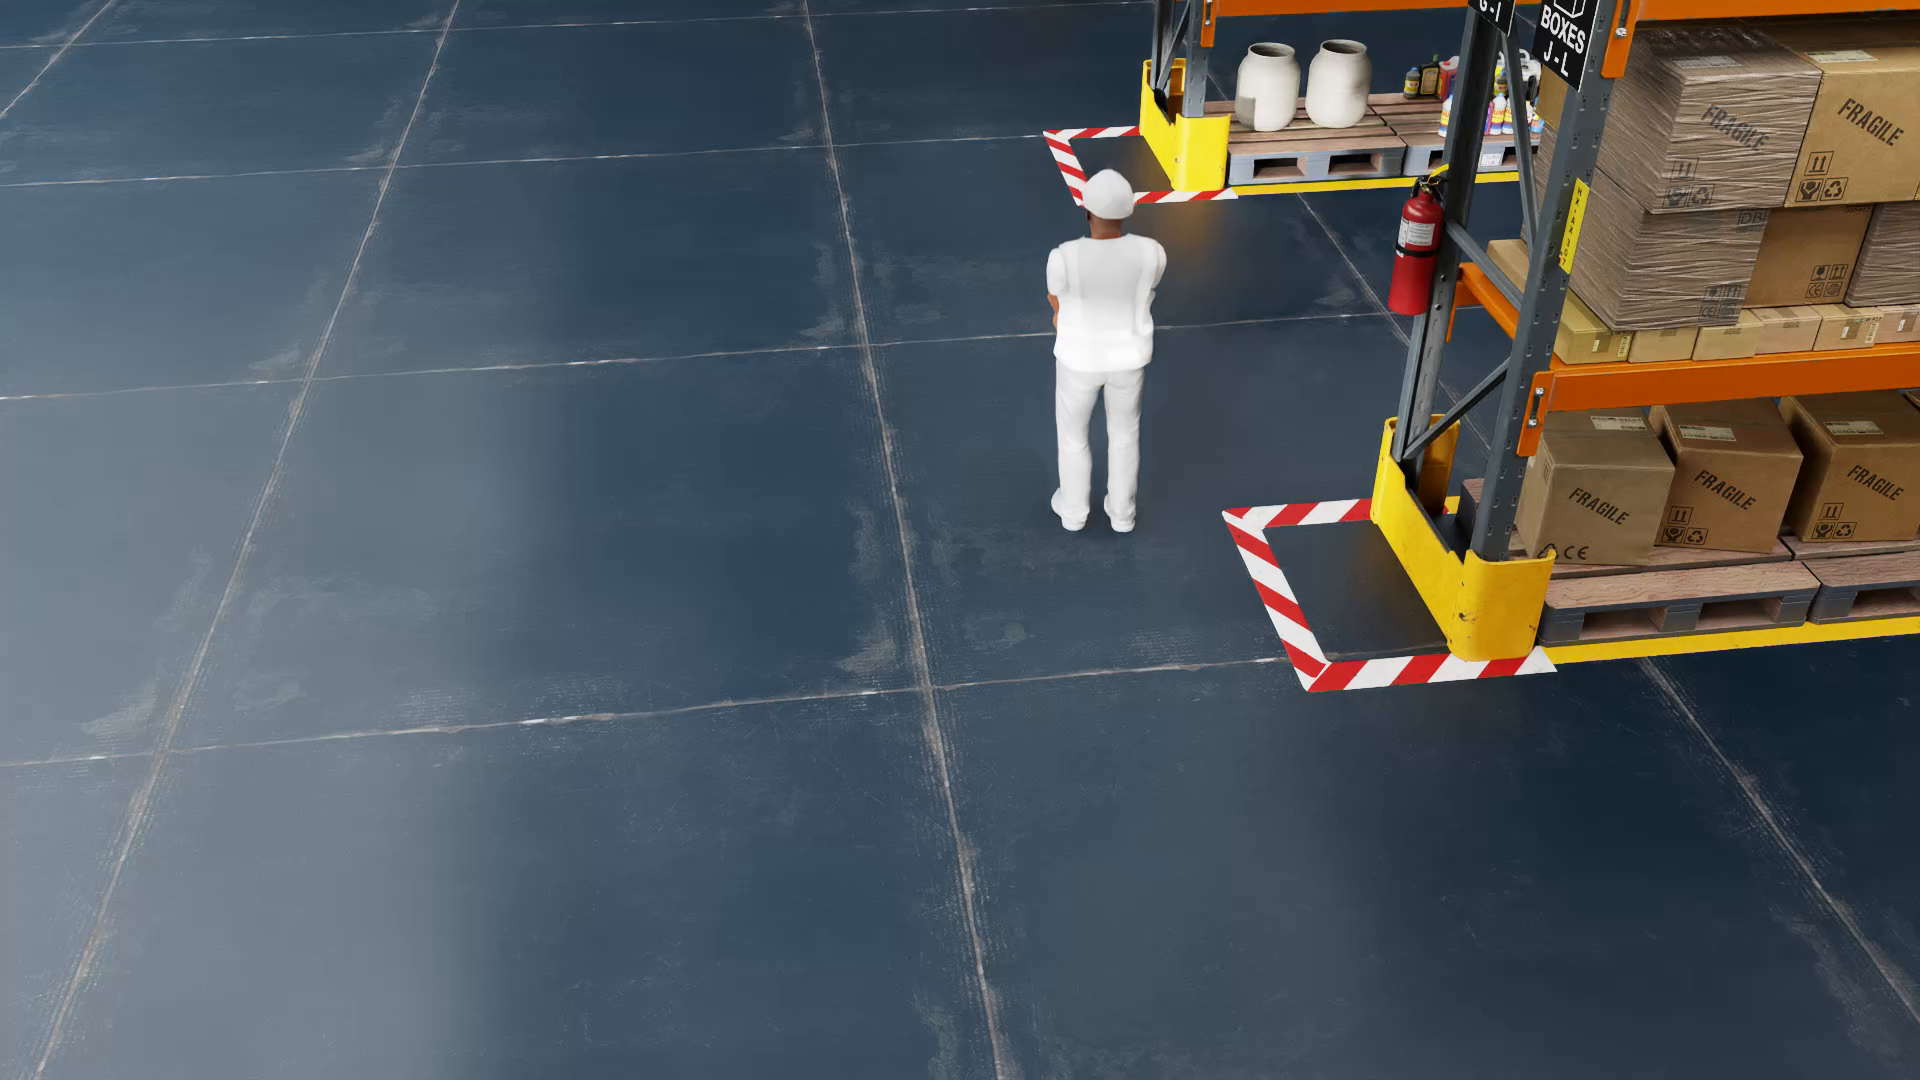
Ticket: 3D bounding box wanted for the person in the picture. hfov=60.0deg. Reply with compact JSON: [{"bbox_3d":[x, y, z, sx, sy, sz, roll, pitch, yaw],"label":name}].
[{"bbox_3d":[0.602,-0.880,7.351,0.503,1.700,0.576,-4,35,-5],"label":"person"}]
